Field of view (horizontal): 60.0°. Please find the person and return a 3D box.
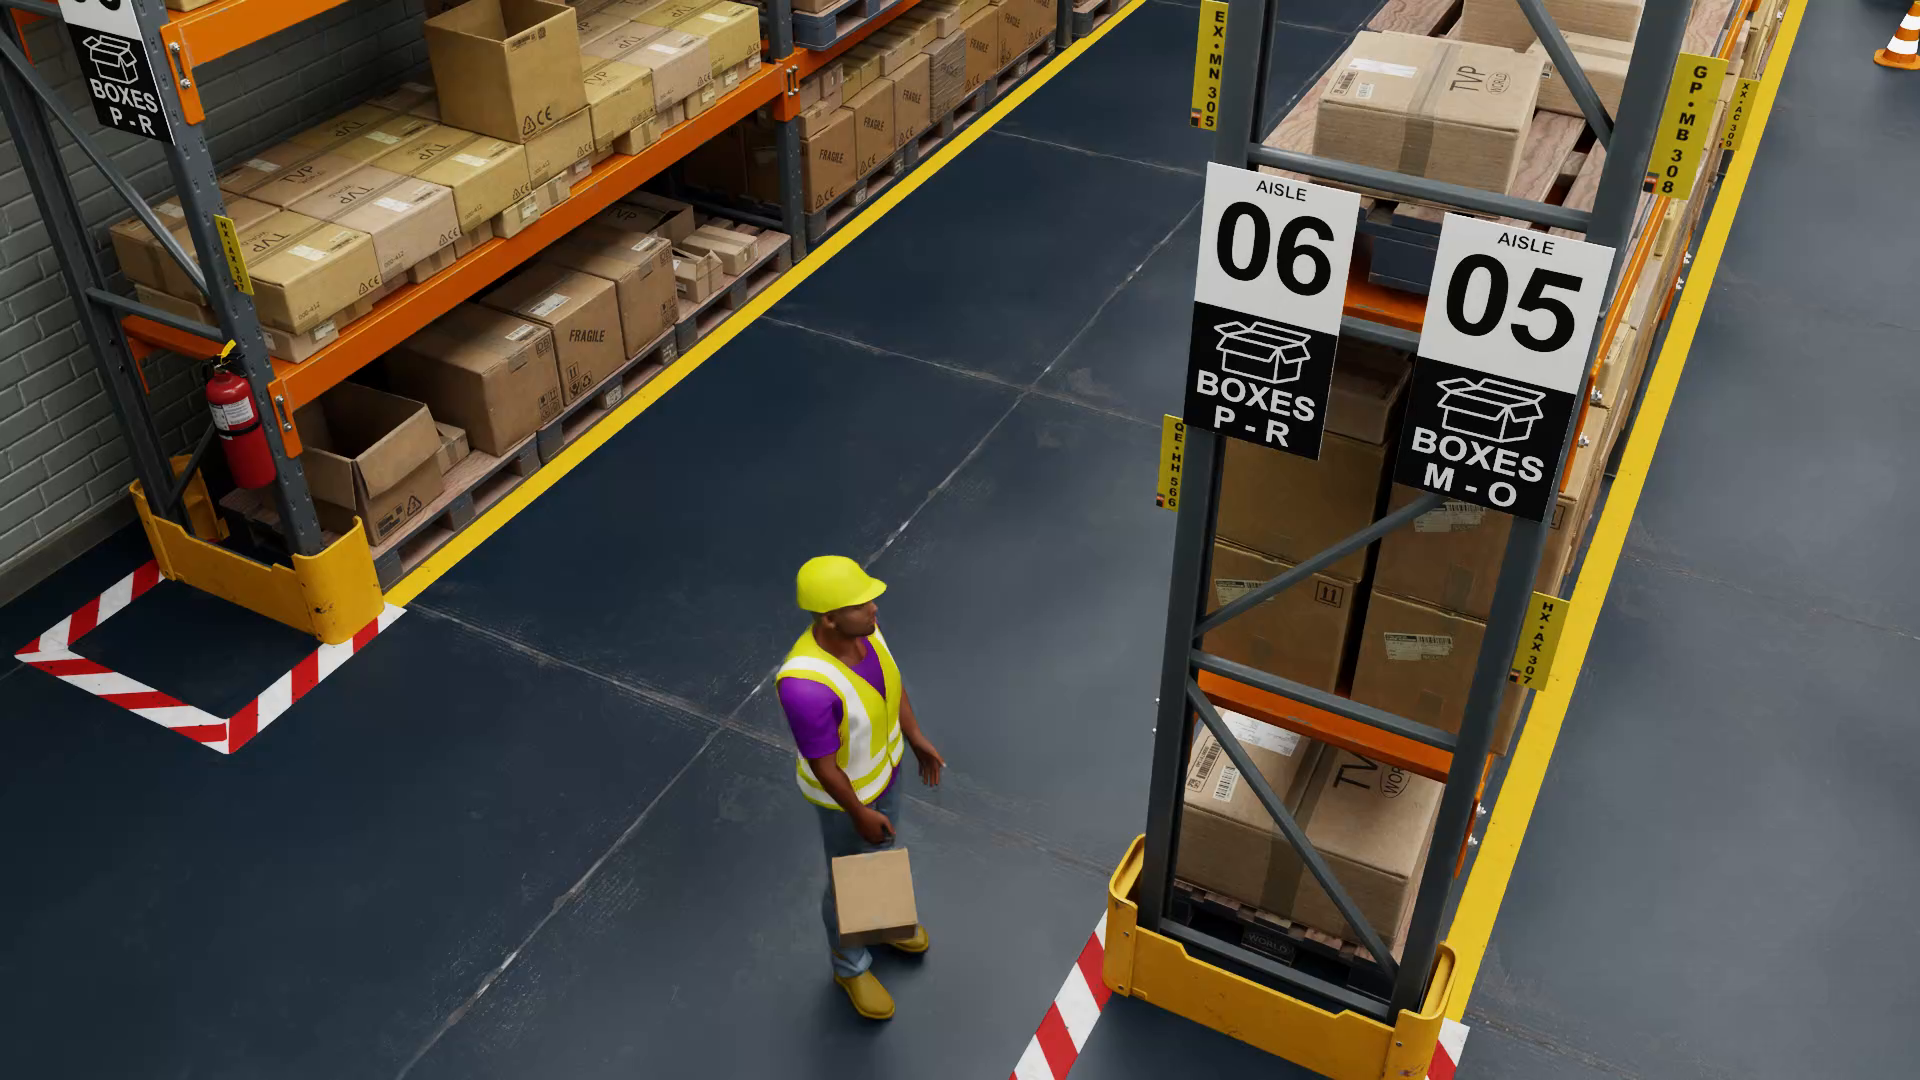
[{"bbox_3d":[-0.326,0.820,5.648,0.476,1.770,0.605,12,39,16],"label":"person"}]
